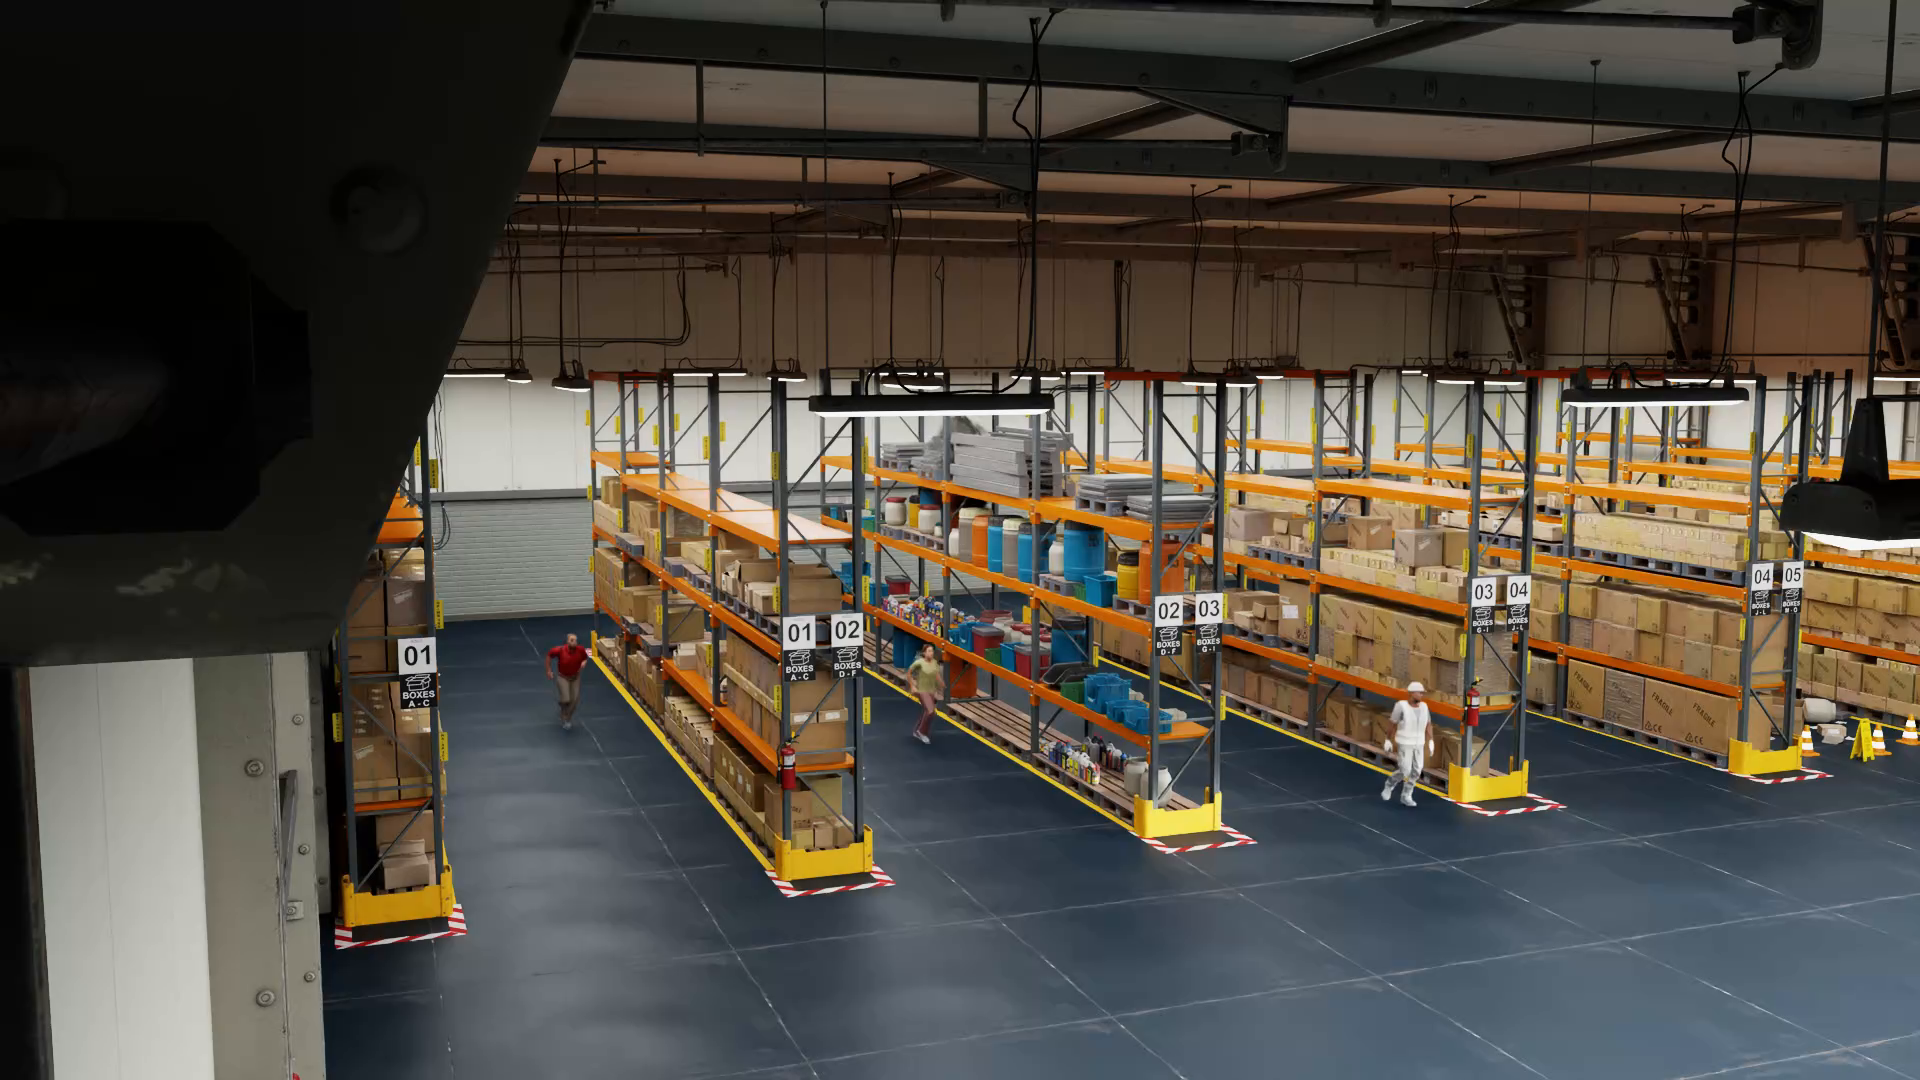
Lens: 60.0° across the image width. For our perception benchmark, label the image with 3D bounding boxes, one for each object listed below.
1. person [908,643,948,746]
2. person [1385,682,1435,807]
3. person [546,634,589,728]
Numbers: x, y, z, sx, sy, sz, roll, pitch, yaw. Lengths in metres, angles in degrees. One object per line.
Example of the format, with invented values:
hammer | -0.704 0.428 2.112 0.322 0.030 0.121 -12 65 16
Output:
person | -0.533 2.497 27.078 0.534 1.665 0.777 -5 8 -39
person | 6.284 2.845 23.216 0.646 1.761 0.498 -3 7 -22
person | -6.589 2.386 28.083 0.664 1.650 0.727 -4 8 -33
